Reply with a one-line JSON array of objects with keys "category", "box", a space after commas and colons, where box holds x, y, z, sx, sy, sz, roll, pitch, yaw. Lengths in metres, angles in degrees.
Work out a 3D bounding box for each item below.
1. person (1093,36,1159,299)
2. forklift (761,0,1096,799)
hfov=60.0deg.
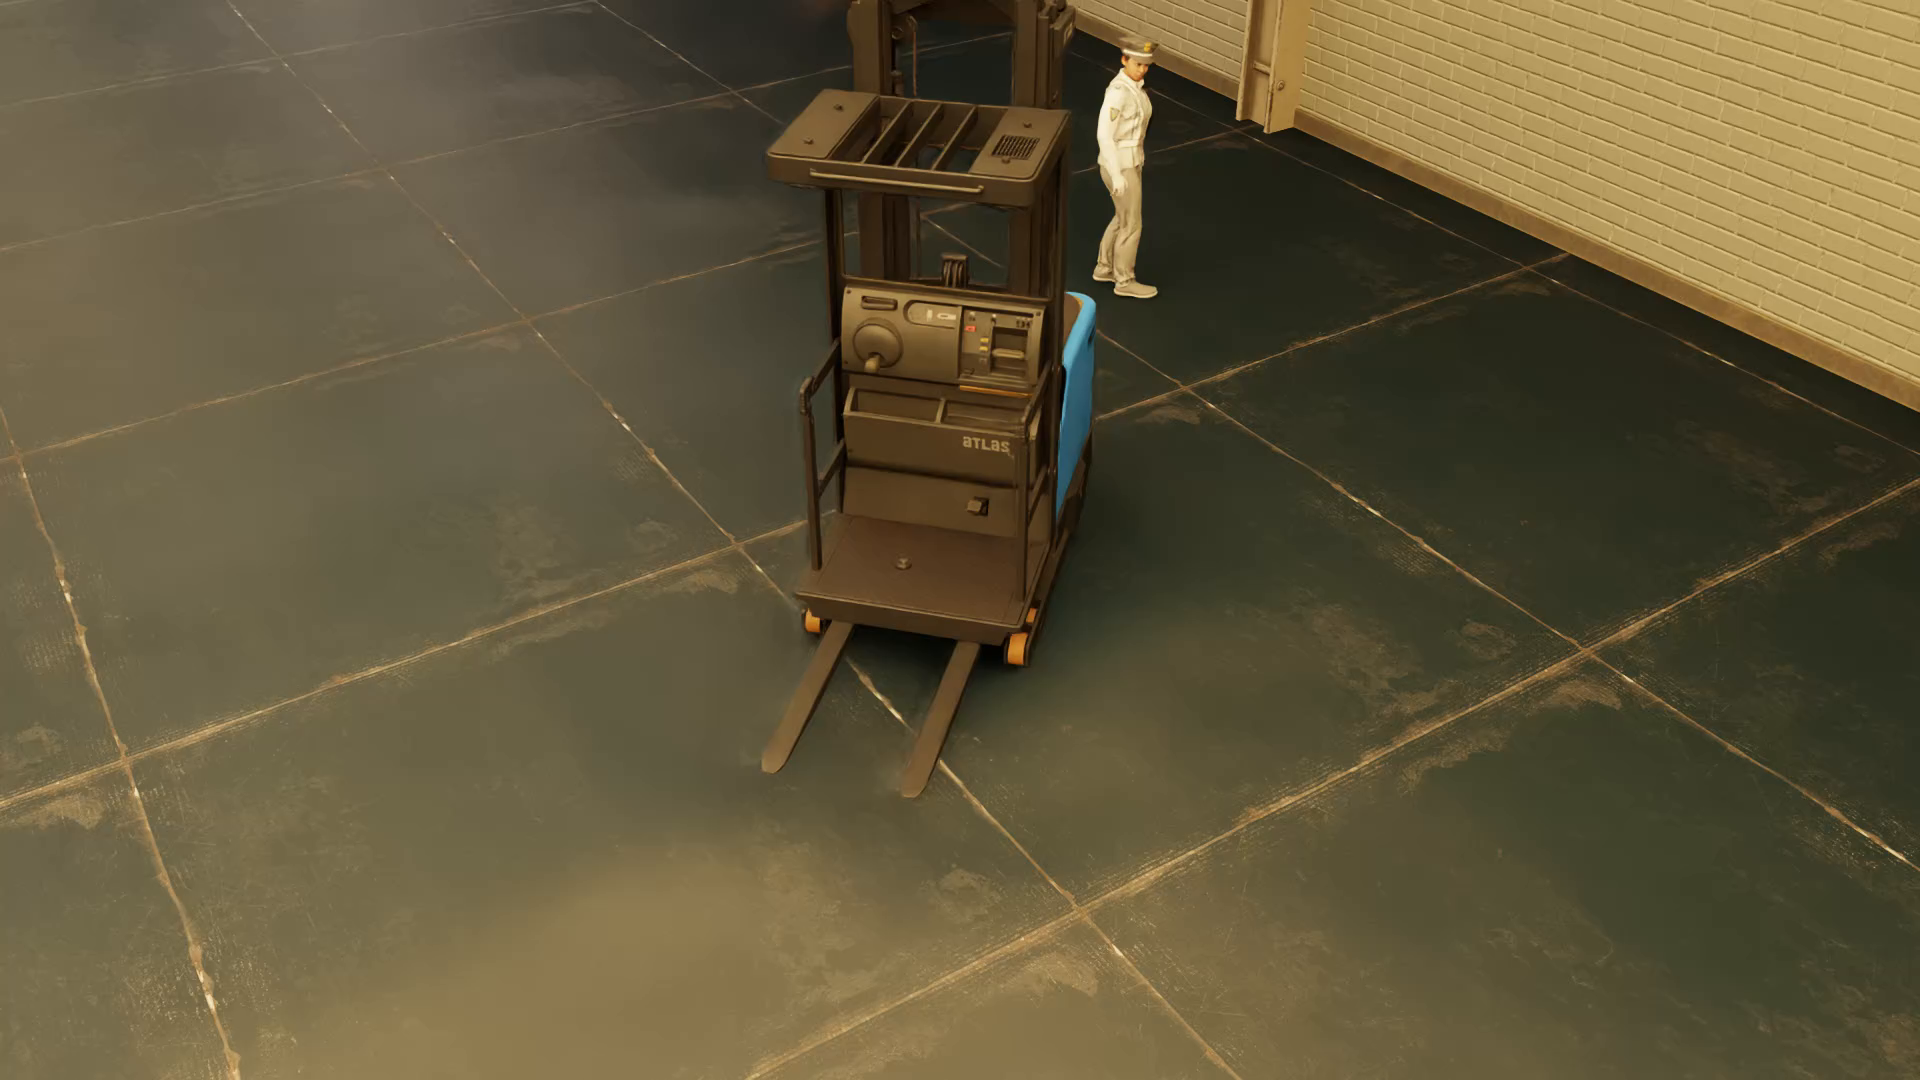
[{"category": "person", "box": [1.105, -2.389, 10.657, 0.451, 1.660, 0.677, 6, 36, 8]}, {"category": "forklift", "box": [-0.135, -0.850, 7.357, 1.130, 2.935, 3.031, 8, 36, 12]}]
